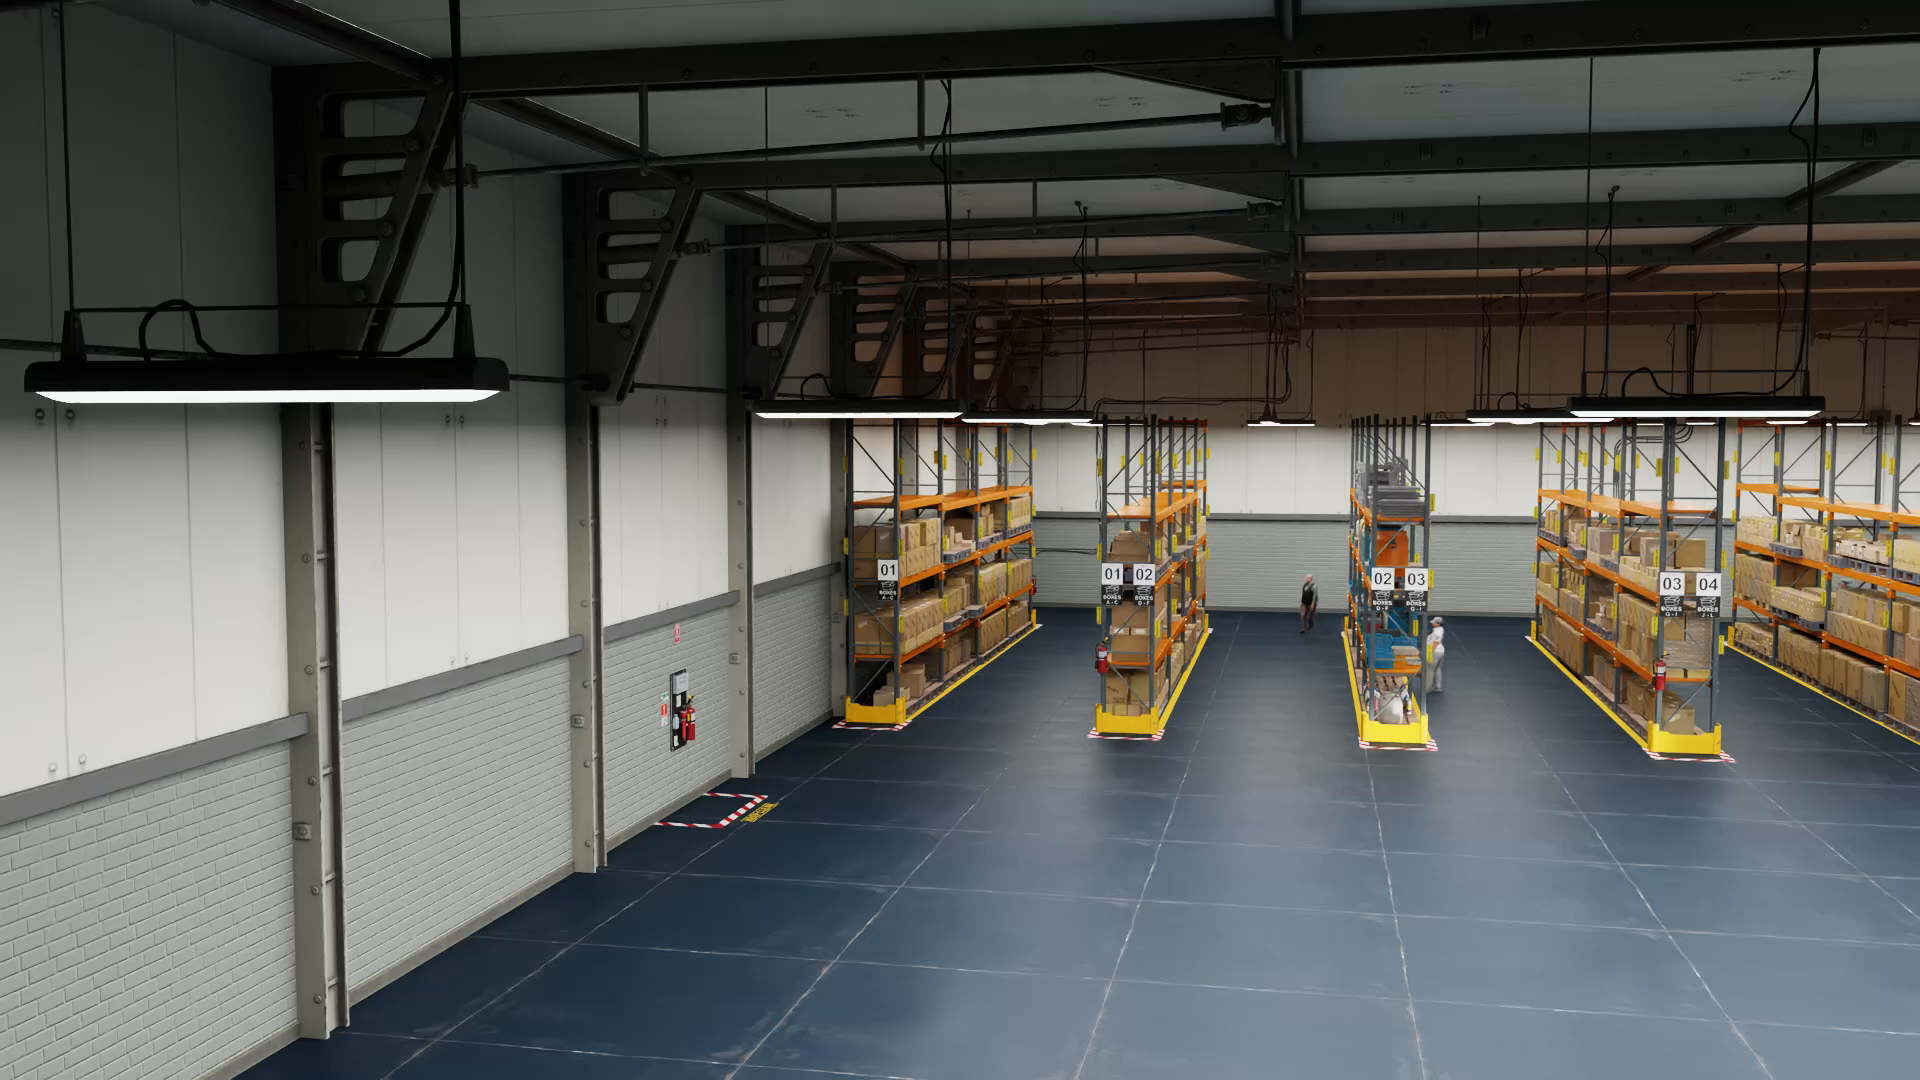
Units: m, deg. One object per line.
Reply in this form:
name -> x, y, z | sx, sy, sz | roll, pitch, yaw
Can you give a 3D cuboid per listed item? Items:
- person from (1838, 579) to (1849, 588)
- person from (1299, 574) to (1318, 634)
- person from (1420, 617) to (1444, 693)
person -> 24.020, 1.879, 45.198 | 0.879, 1.635, 0.506 | 0, 4, -4
person -> 9.753, 1.790, 46.444 | 0.609, 1.678, 0.808 | 3, 5, 37
person -> 10.275, 2.494, 36.134 | 0.448, 1.662, 0.556 | 2, 4, 32
